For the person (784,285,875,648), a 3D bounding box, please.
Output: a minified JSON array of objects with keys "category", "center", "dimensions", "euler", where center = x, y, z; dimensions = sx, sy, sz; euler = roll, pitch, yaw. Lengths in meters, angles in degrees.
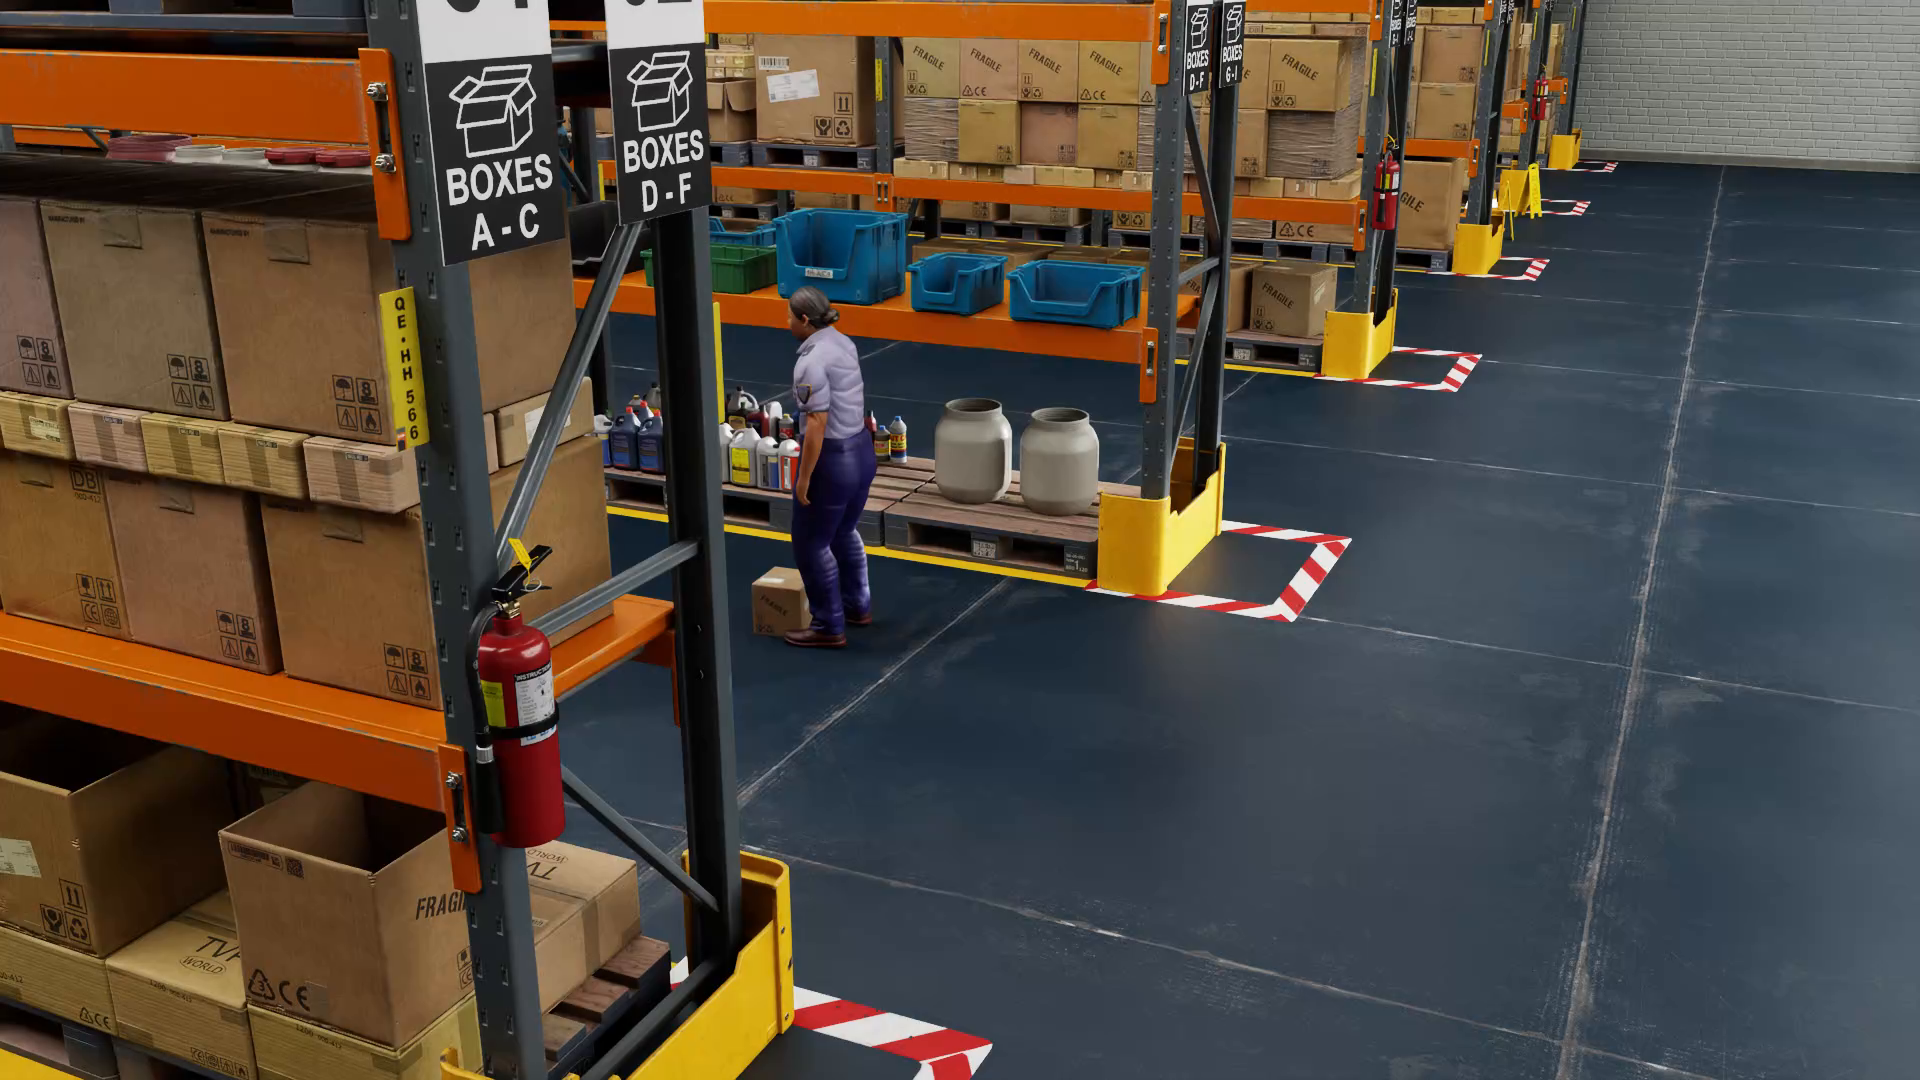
[{"category":"person","center":[-0.595,-0.335,7.539],"dimensions":[0.367,1.653,0.564],"euler":[7,20,20]}]
